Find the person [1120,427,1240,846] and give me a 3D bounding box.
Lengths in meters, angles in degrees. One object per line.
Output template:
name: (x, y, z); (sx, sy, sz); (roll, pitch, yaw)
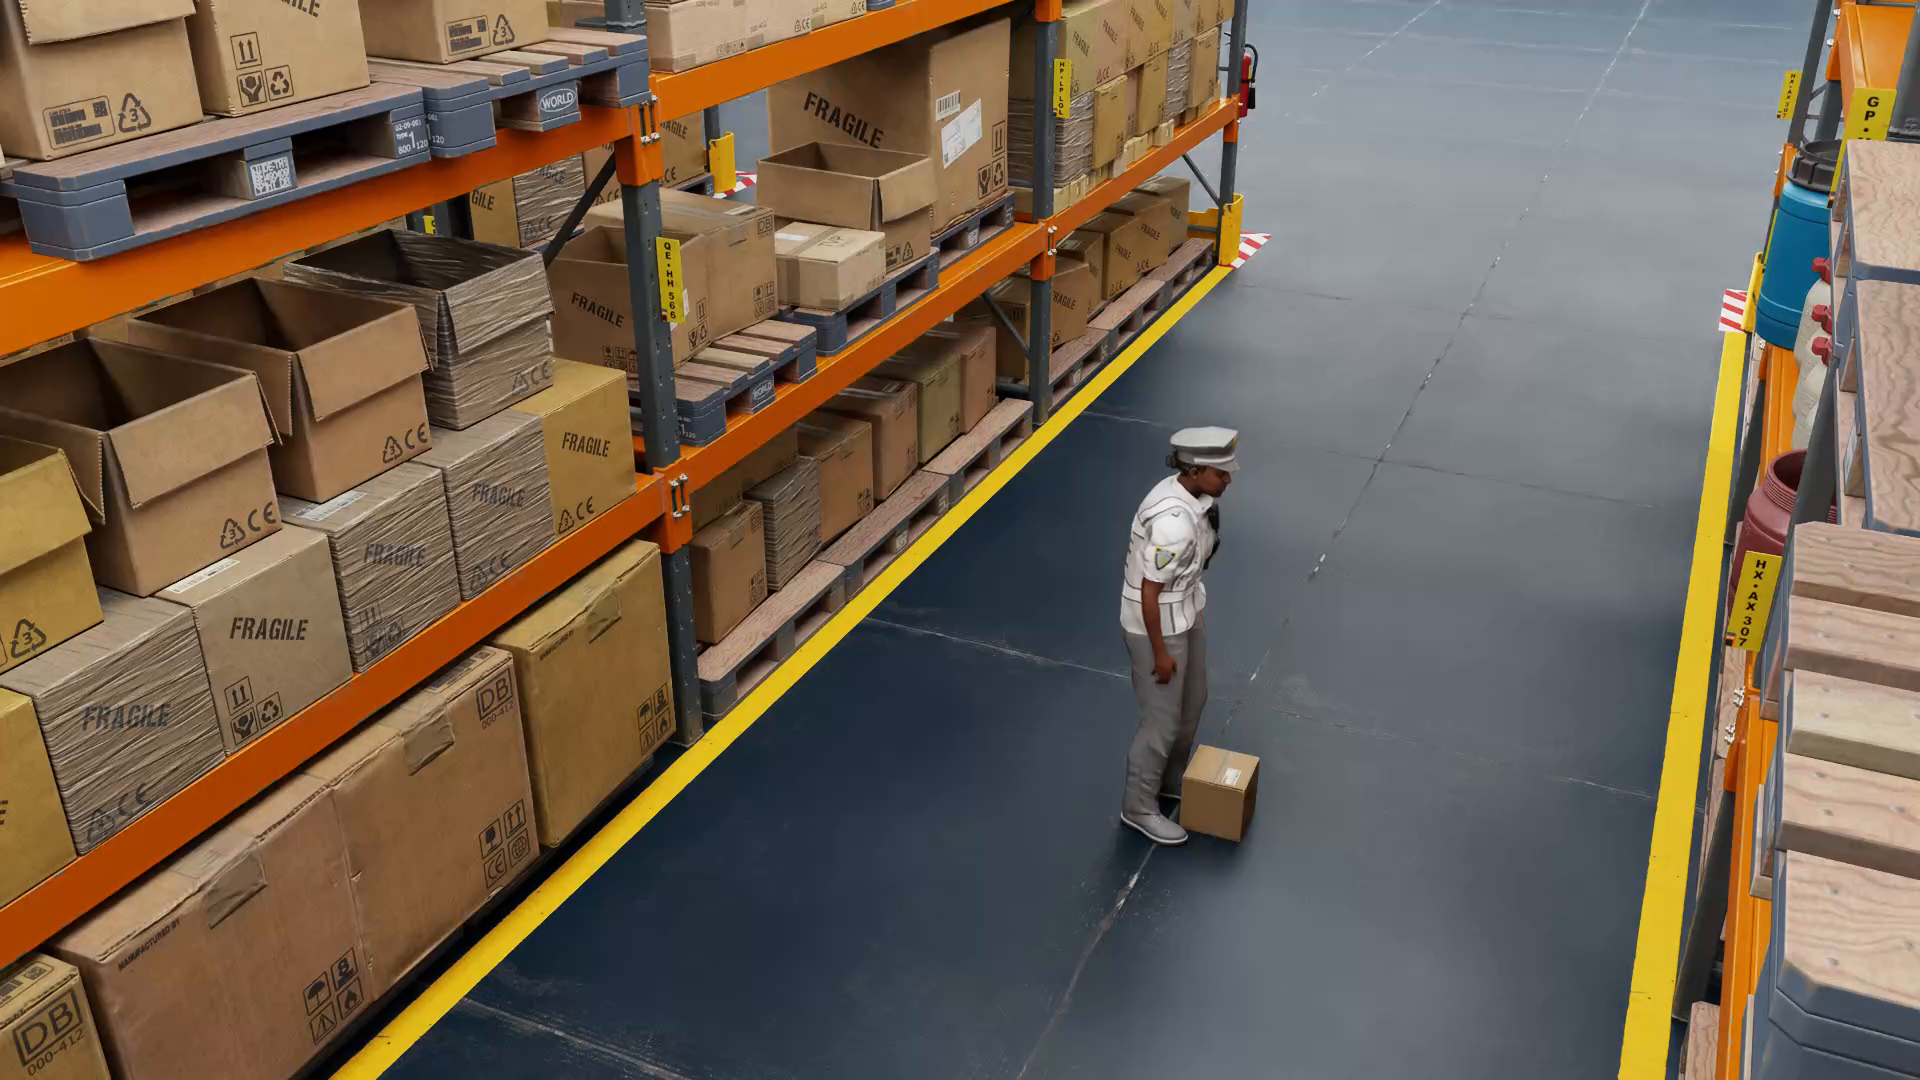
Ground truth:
person: (0.832, 0.345, 6.419); (0.416, 1.657, 0.512); (11, 28, 21)
